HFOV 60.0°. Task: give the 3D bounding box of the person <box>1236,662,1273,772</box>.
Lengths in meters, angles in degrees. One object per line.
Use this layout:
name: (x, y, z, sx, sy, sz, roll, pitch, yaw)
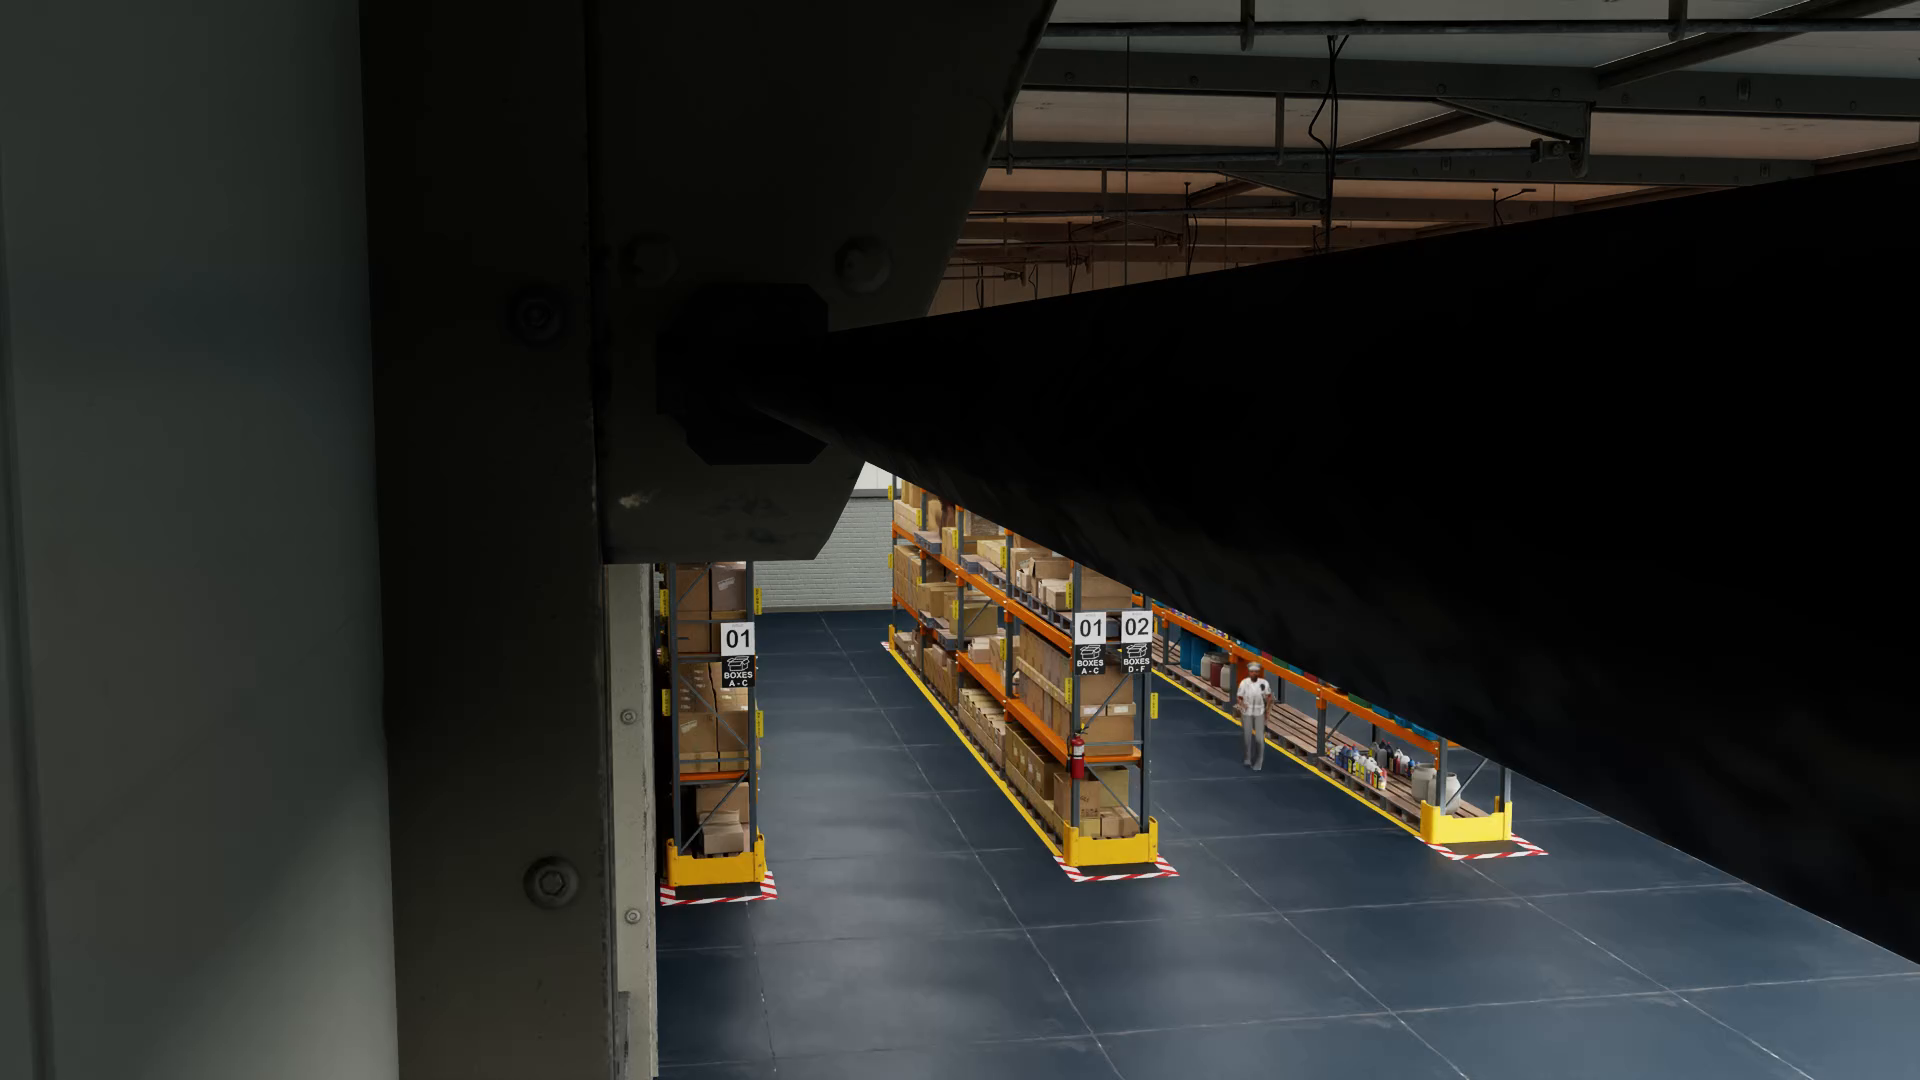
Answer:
person: (4.538, 2.729, 25.685, 0.568, 1.708, 0.624, 1, 6, 10)
